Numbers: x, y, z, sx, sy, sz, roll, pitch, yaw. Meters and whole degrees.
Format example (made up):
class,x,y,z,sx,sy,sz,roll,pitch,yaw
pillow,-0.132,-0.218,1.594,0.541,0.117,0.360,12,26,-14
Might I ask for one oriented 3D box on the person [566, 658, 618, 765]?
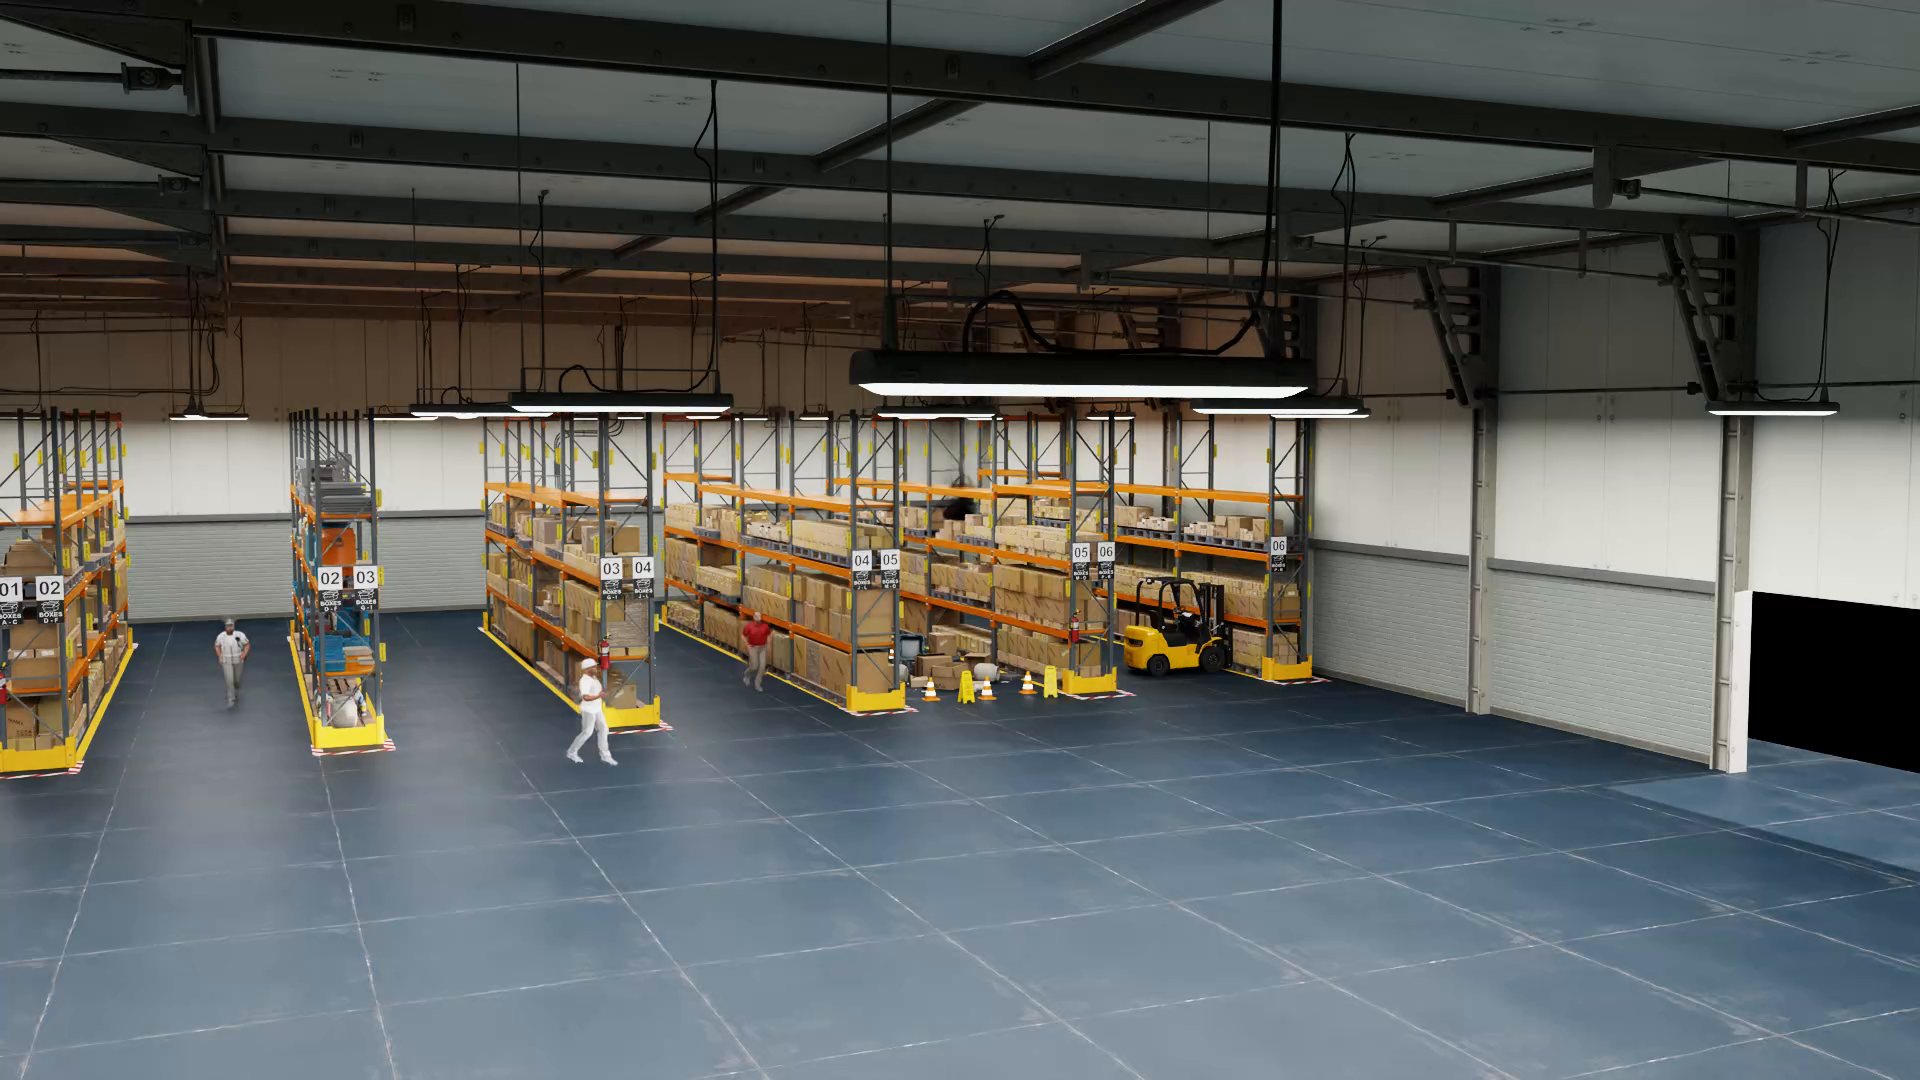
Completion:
class,x,y,z,sx,sy,sz,roll,pitch,yaw
person,-6.159,2.877,27.774,0.831,1.808,0.683,0,4,6

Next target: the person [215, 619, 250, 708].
class,x,y,z,sx,sy,sz,roll,pitch,yaw
person,-14.801,2.476,33.847,0.661,1.795,0.784,-2,4,-24

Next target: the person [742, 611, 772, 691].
class,x,y,z,sx,sy,sz,roll,pitch,yaw
person,-4.353,2.380,35.804,0.653,1.700,0.647,-2,4,-24

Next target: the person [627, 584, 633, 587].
class,x,y,z,sx,sy,sz,roll,pitch,yaw
person,-9.599,1.517,47.748,0.720,1.704,0.619,2,4,23
